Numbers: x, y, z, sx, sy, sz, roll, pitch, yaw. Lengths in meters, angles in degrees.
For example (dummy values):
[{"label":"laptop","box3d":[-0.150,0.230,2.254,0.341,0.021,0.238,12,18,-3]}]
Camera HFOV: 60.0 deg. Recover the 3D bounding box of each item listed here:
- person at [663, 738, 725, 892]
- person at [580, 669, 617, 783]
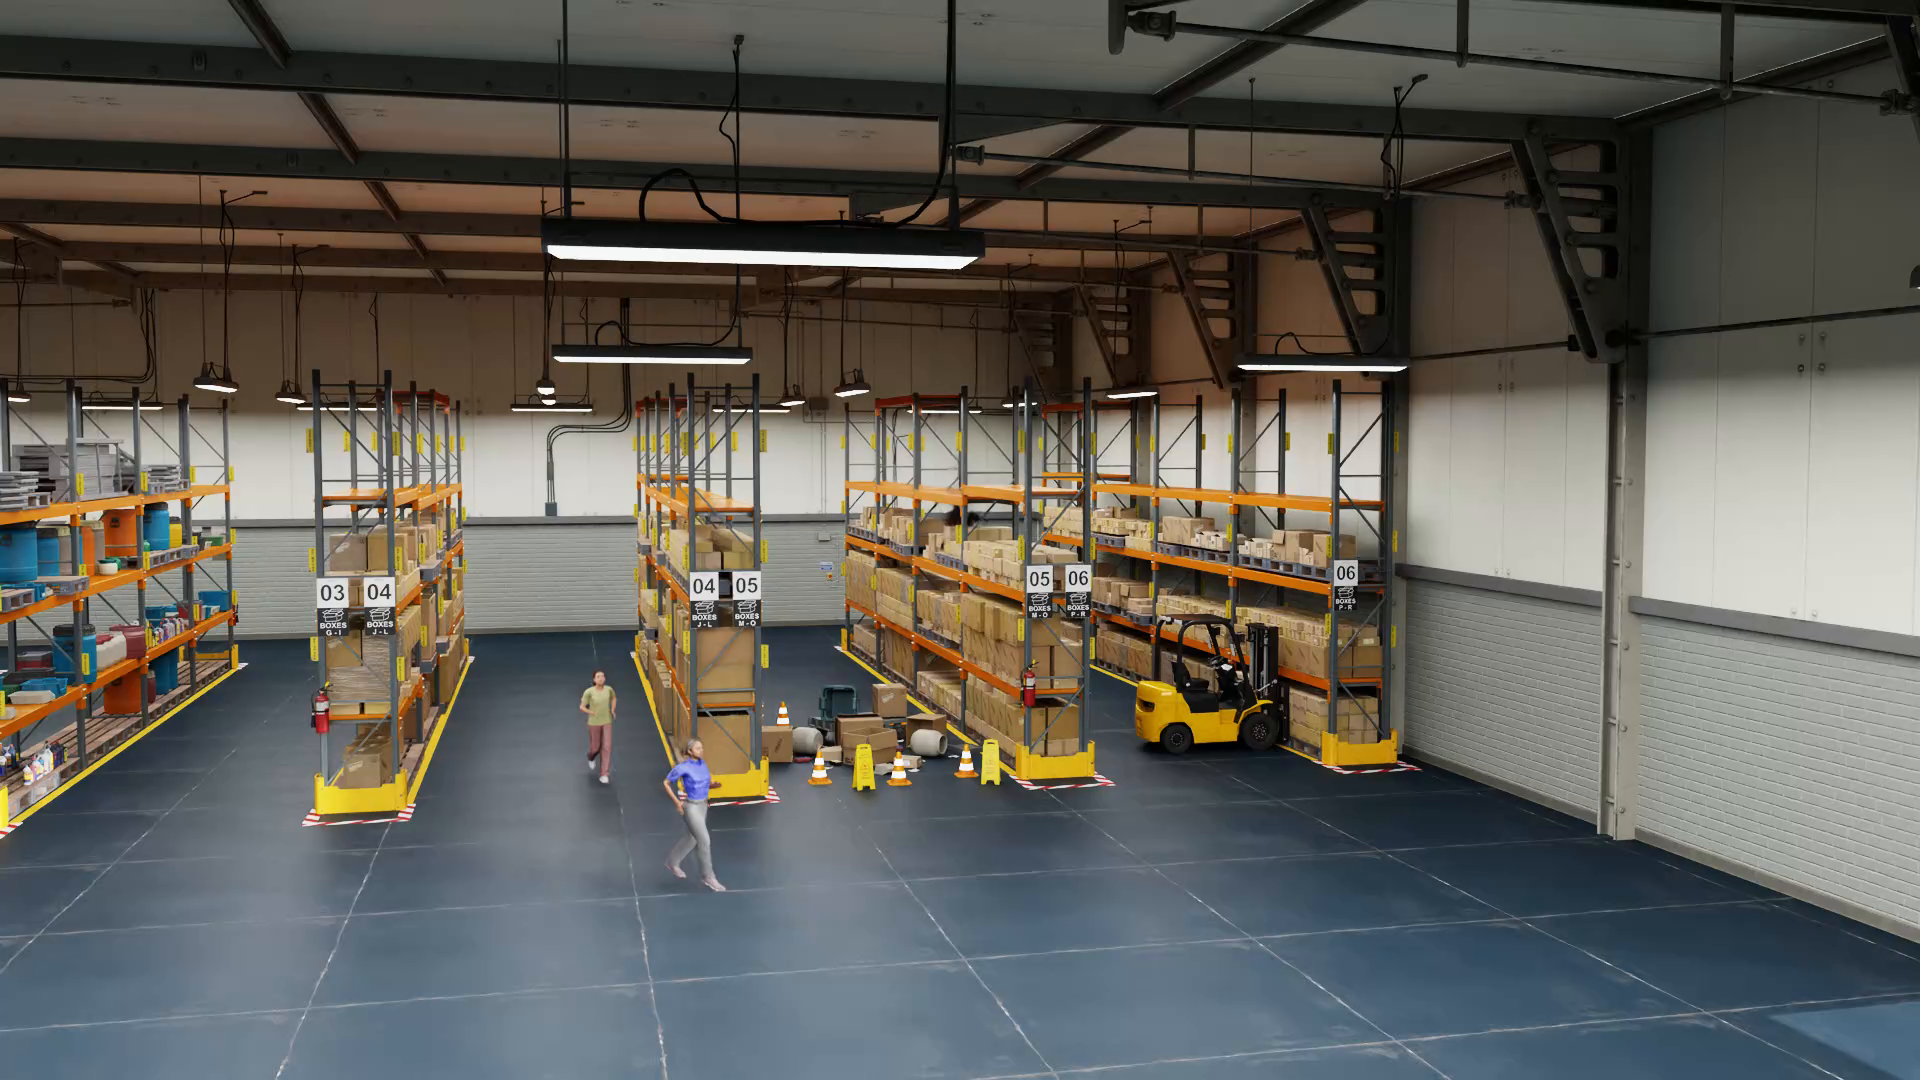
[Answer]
[{"label":"person","box3d":[-3.006,3.076,18.765,0.869,1.687,0.559,1,4,23]},{"label":"person","box3d":[-5.344,2.737,24.695,0.580,1.645,0.924,-2,4,-25]}]
